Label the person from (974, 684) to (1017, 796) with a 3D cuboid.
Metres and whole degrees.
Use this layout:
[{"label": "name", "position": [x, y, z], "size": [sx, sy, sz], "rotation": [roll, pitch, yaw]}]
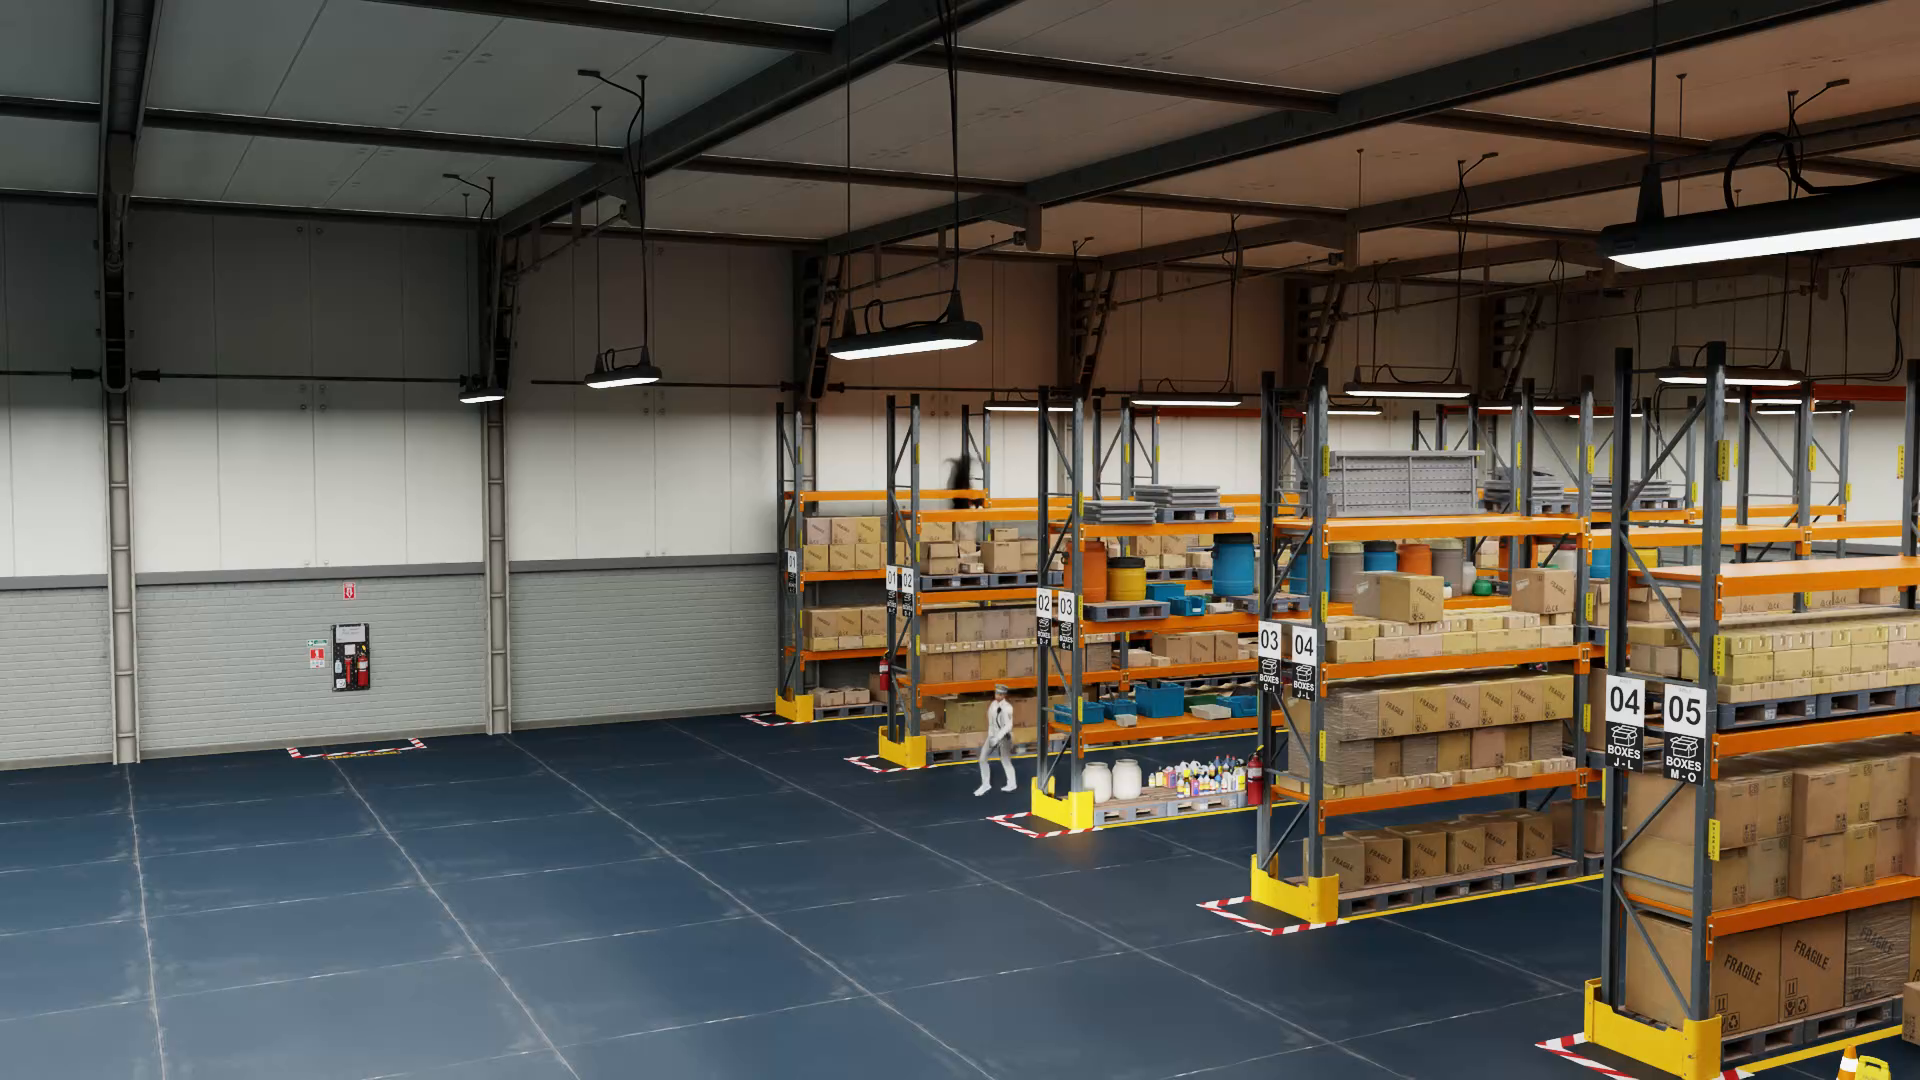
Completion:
[{"label": "person", "position": [0.611, 2.938, 24.541], "size": [0.562, 1.664, 0.682], "rotation": [3, 4, 44]}]
